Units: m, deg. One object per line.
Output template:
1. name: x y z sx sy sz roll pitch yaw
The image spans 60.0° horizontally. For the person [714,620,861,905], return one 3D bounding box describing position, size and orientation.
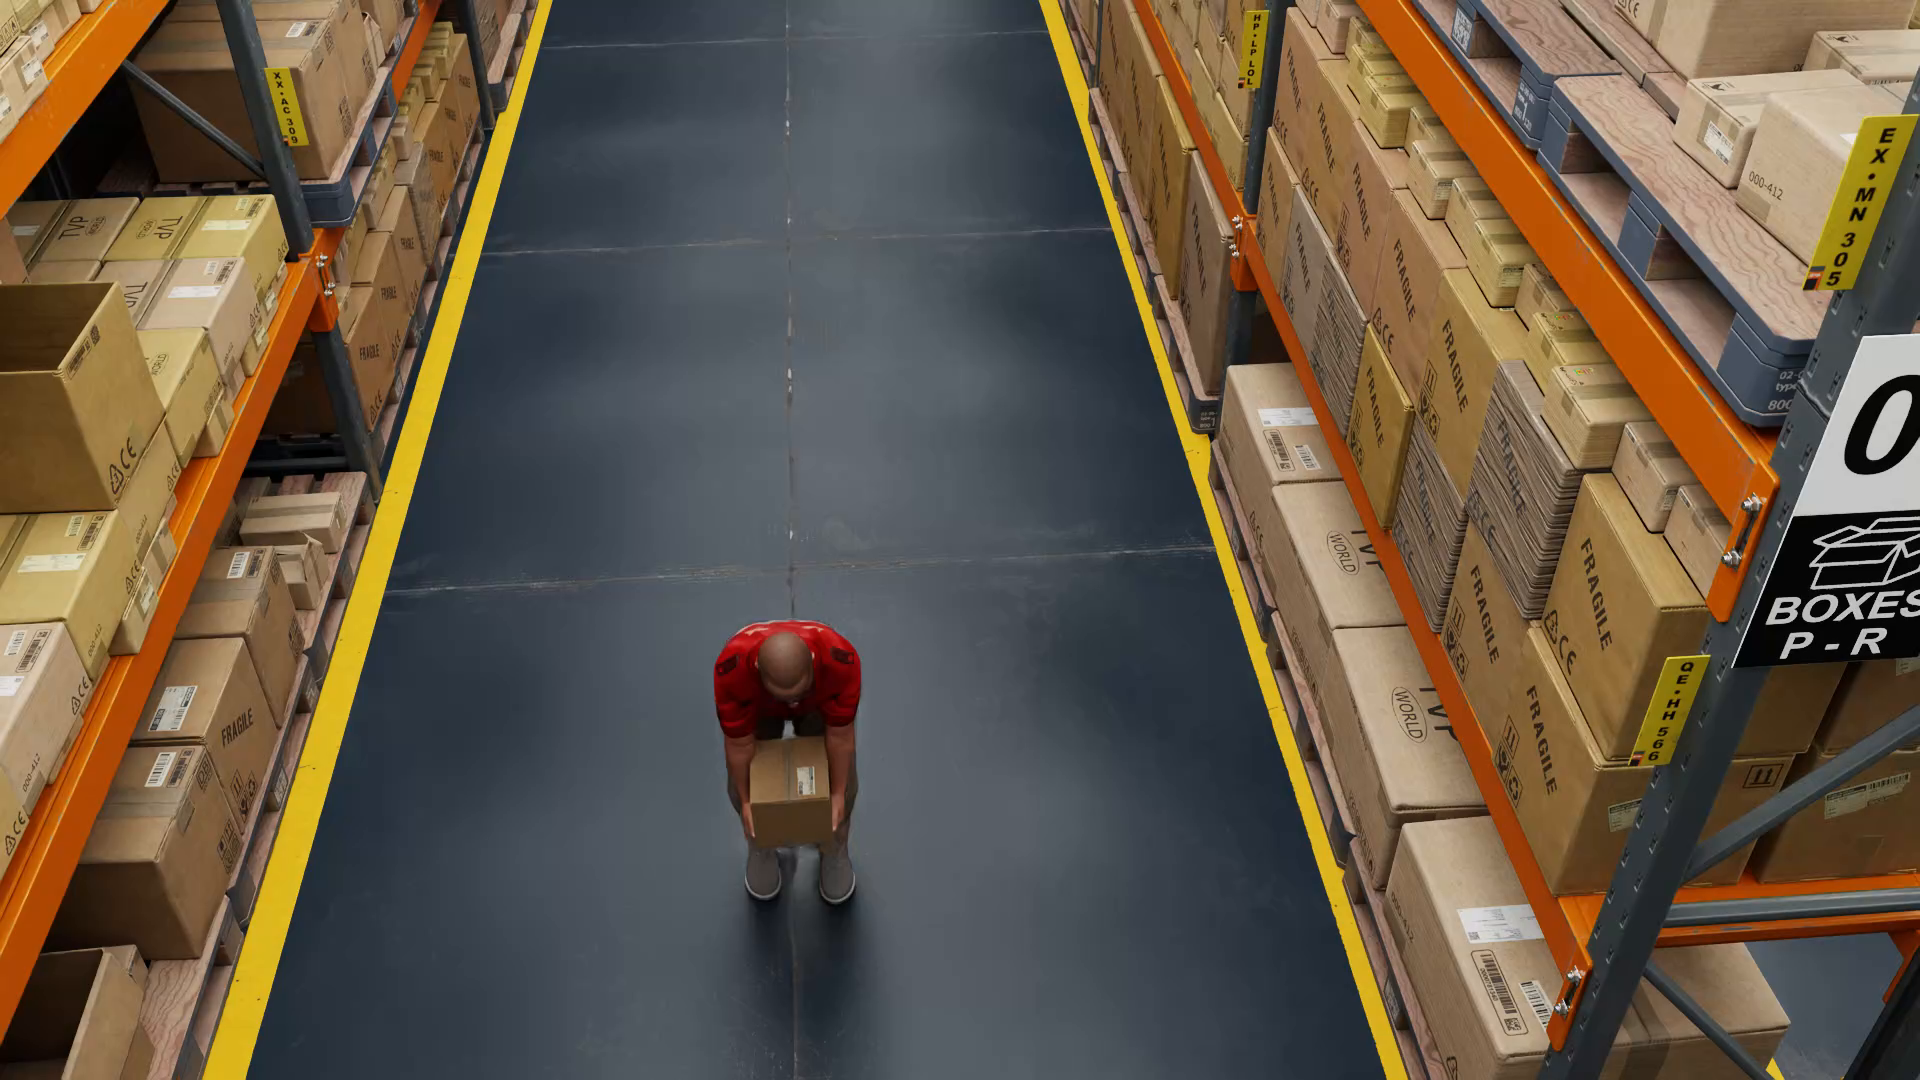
1. person: -0.552 0.706 5.472 0.477 1.509 0.746 -4 39 -5
